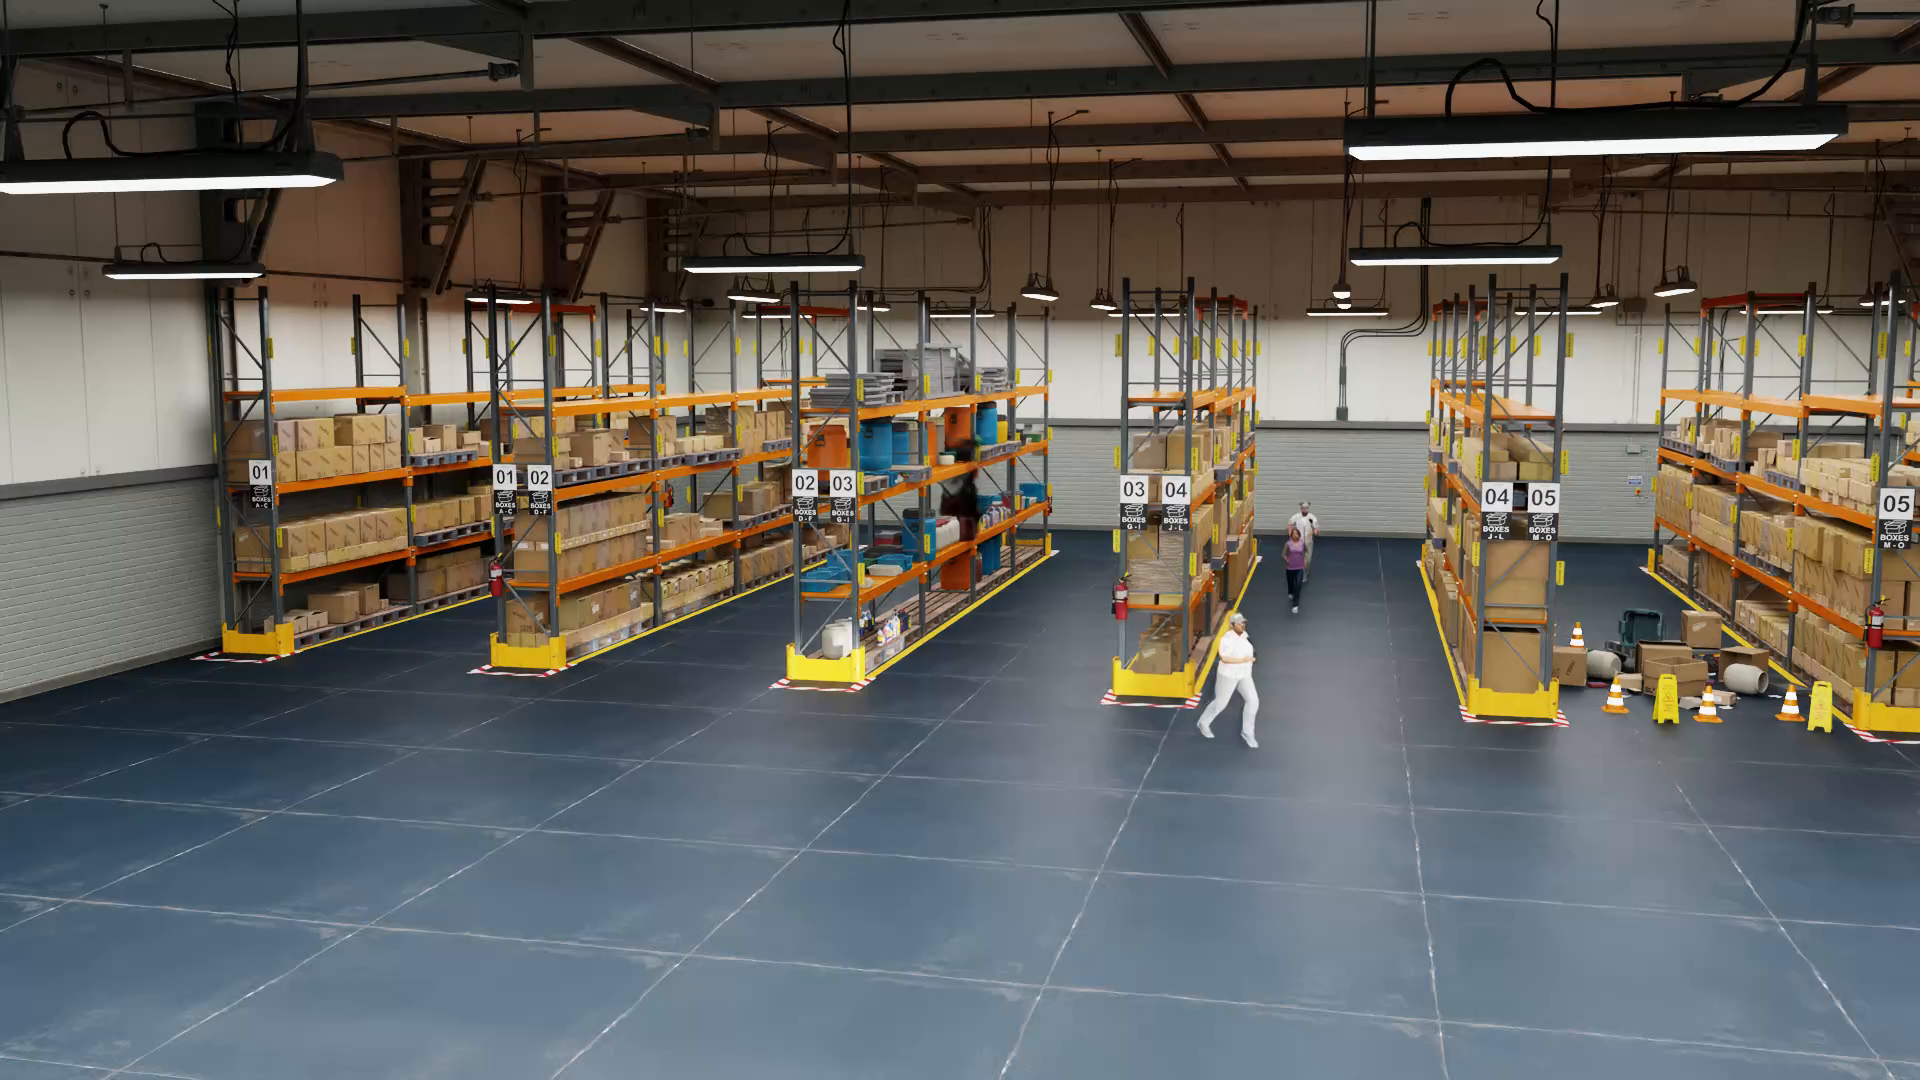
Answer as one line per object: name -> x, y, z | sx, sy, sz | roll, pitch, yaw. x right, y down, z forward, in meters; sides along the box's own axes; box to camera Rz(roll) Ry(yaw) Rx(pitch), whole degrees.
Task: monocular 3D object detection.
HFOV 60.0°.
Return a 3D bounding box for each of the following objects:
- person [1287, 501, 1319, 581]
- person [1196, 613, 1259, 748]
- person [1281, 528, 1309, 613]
person -> 7.390, 0.027, 35.753 | 0.658, 1.741, 0.601 | 1, 7, 5
person -> 3.460, 1.765, 21.143 | 0.611, 1.716, 0.864 | -5, 8, -36
person -> 6.411, 0.566, 31.829 | 0.539, 1.588, 0.825 | 1, 7, 8
